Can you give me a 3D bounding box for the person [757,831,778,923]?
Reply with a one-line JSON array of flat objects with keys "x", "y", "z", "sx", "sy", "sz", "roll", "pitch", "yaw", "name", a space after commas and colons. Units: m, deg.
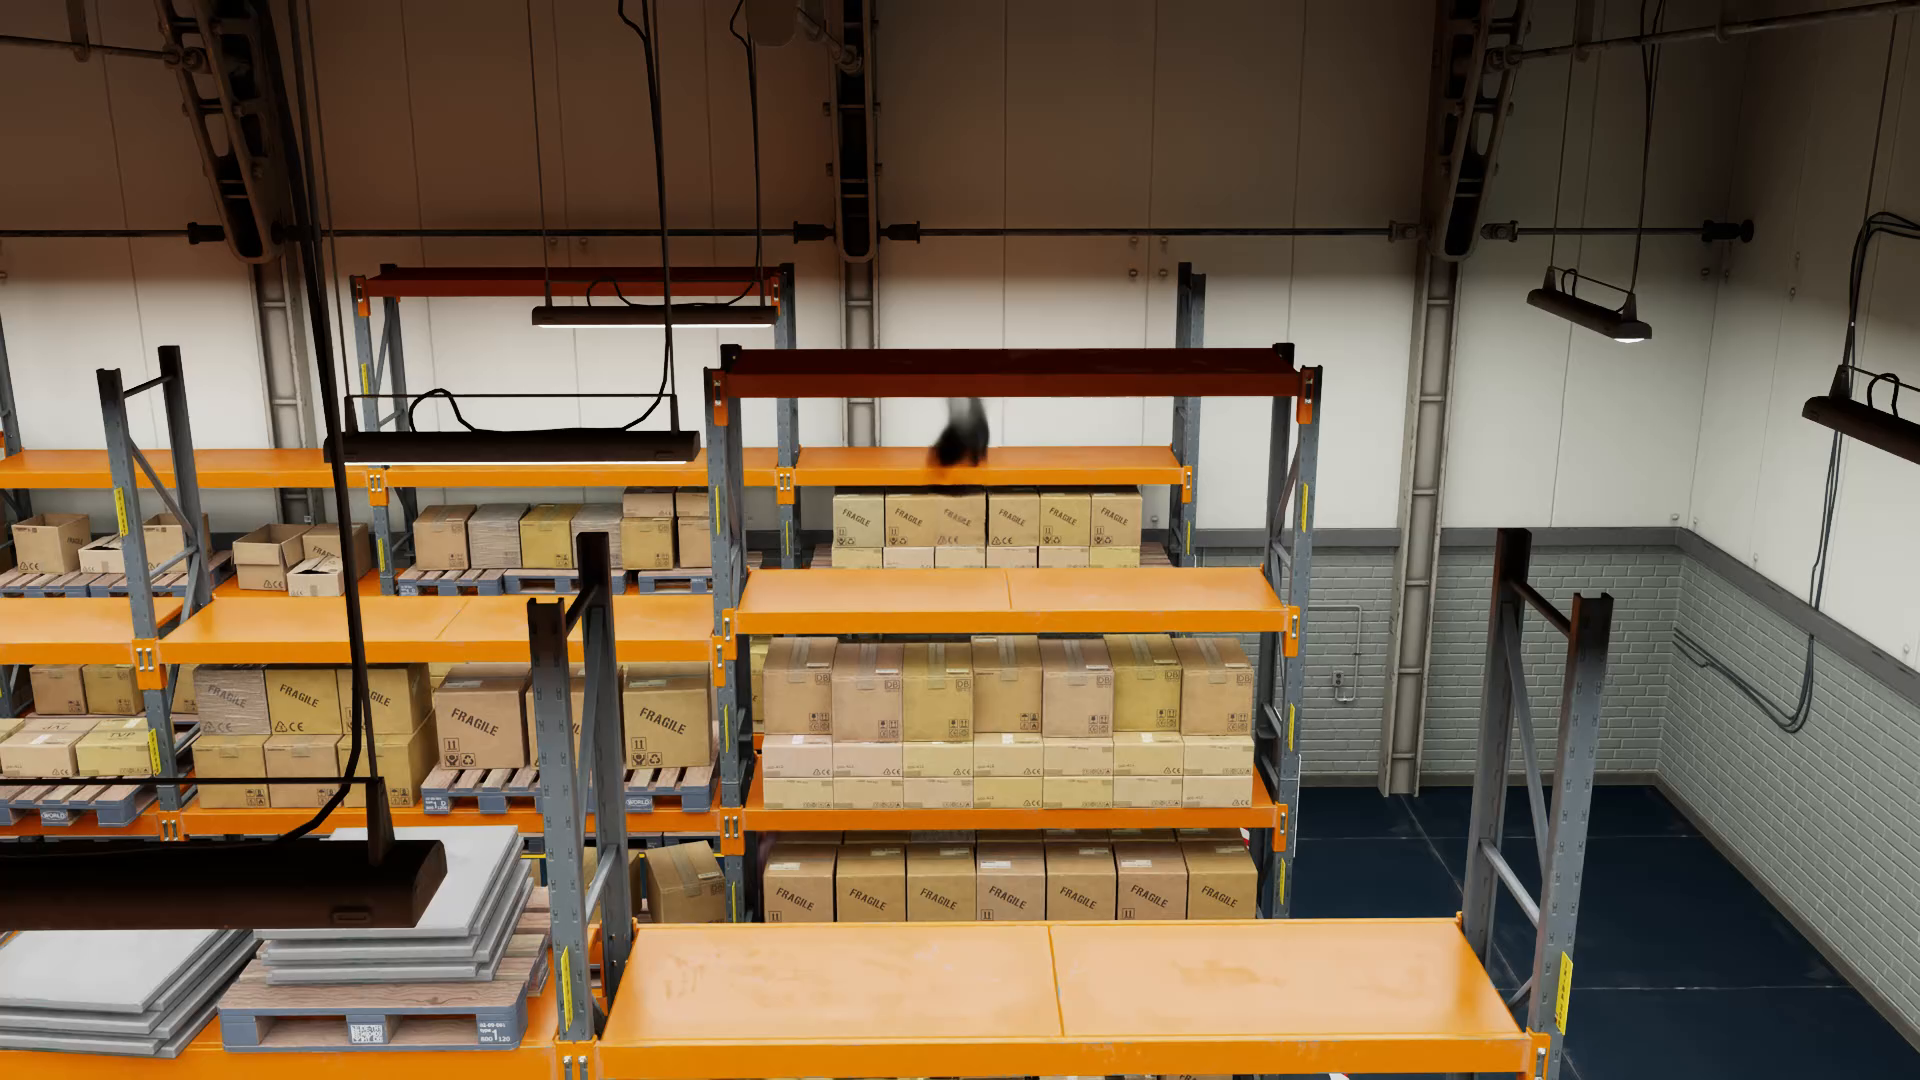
[{"x": -1.701, "y": 3.155, "z": 14.690, "sx": 0.573, "sy": 1.711, "sz": 0.769, "roll": 5, "pitch": 17, "yaw": 16, "name": "person"}]
